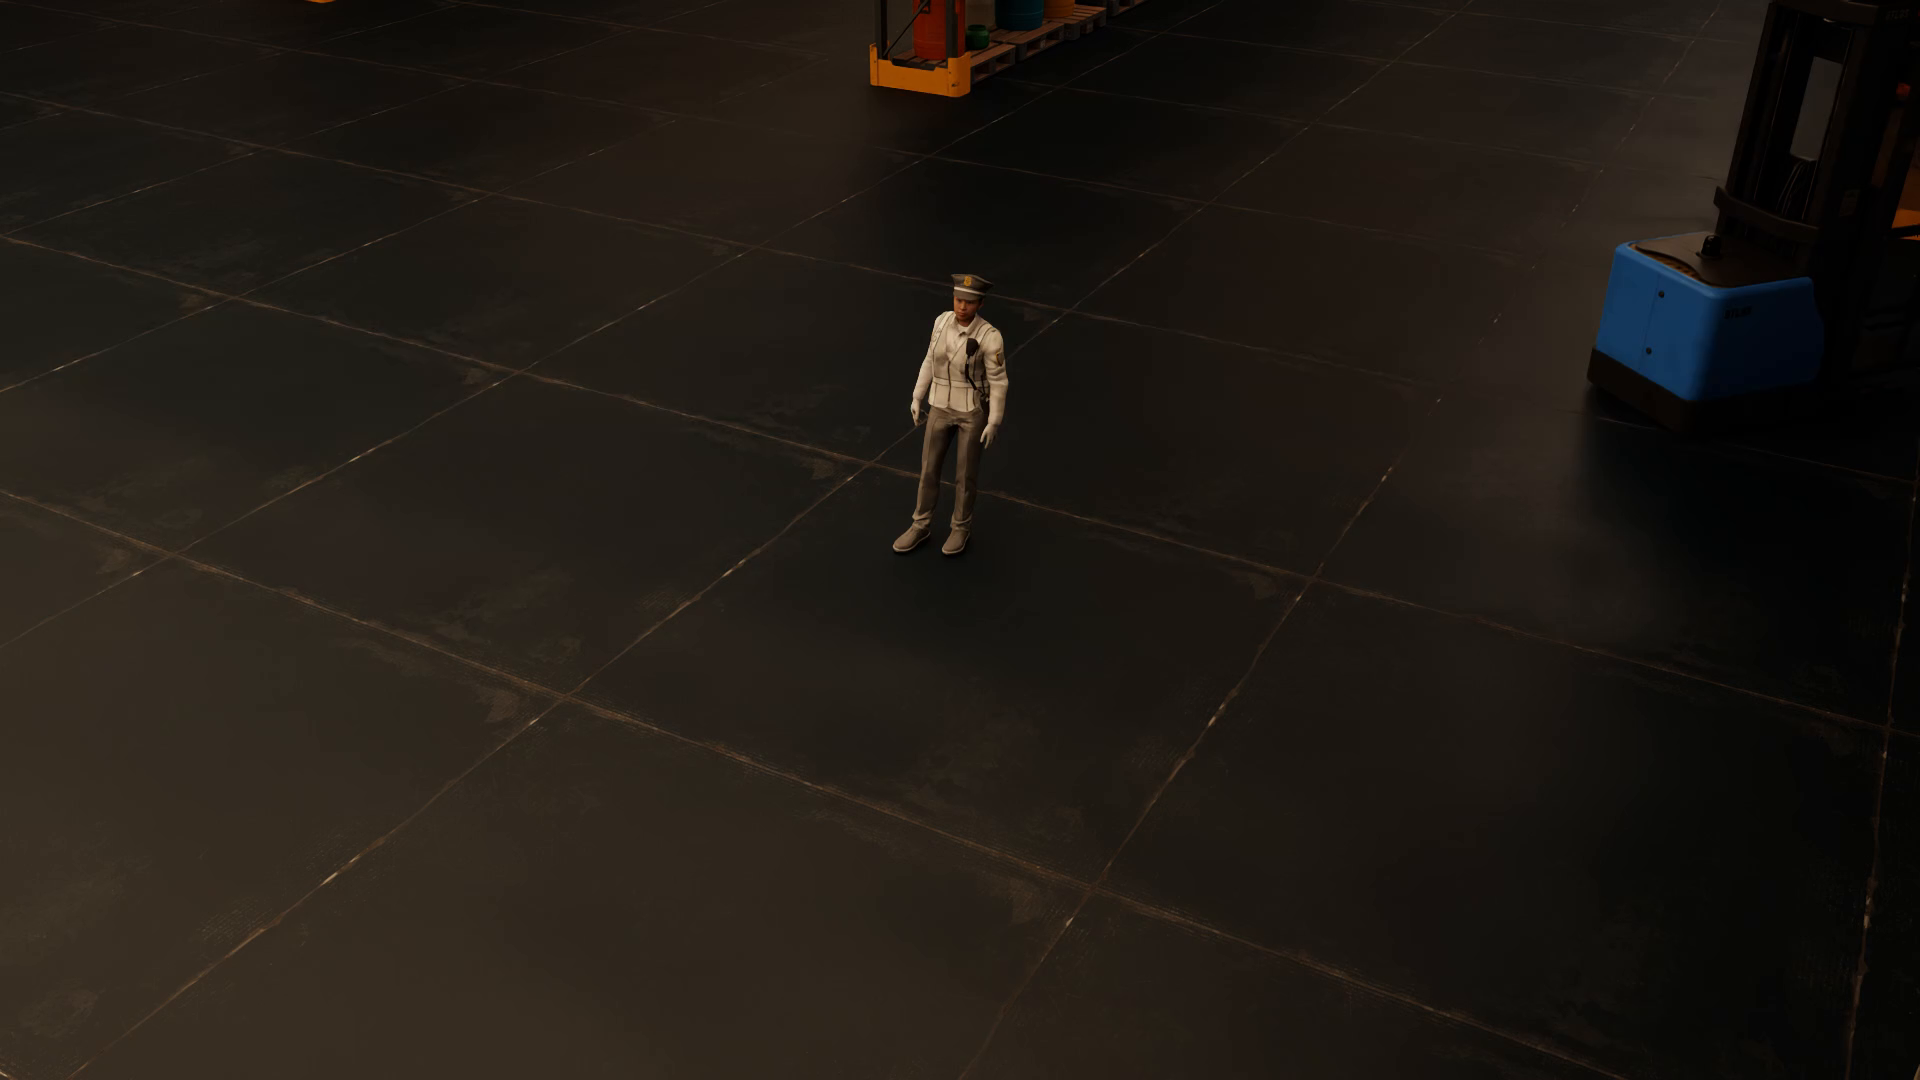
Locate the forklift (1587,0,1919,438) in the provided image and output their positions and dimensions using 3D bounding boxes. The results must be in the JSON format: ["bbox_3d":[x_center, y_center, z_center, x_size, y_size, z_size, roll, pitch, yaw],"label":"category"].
[{"bbox_3d":[6.040,-2.397,11.223,3.031,2.935,1.130,-10,32,-17],"label":"forklift"}]

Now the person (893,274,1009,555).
[{"bbox_3d":[-0.040,-0.712,9.527,0.586,1.694,0.530,15,33,25],"label":"person"}]
